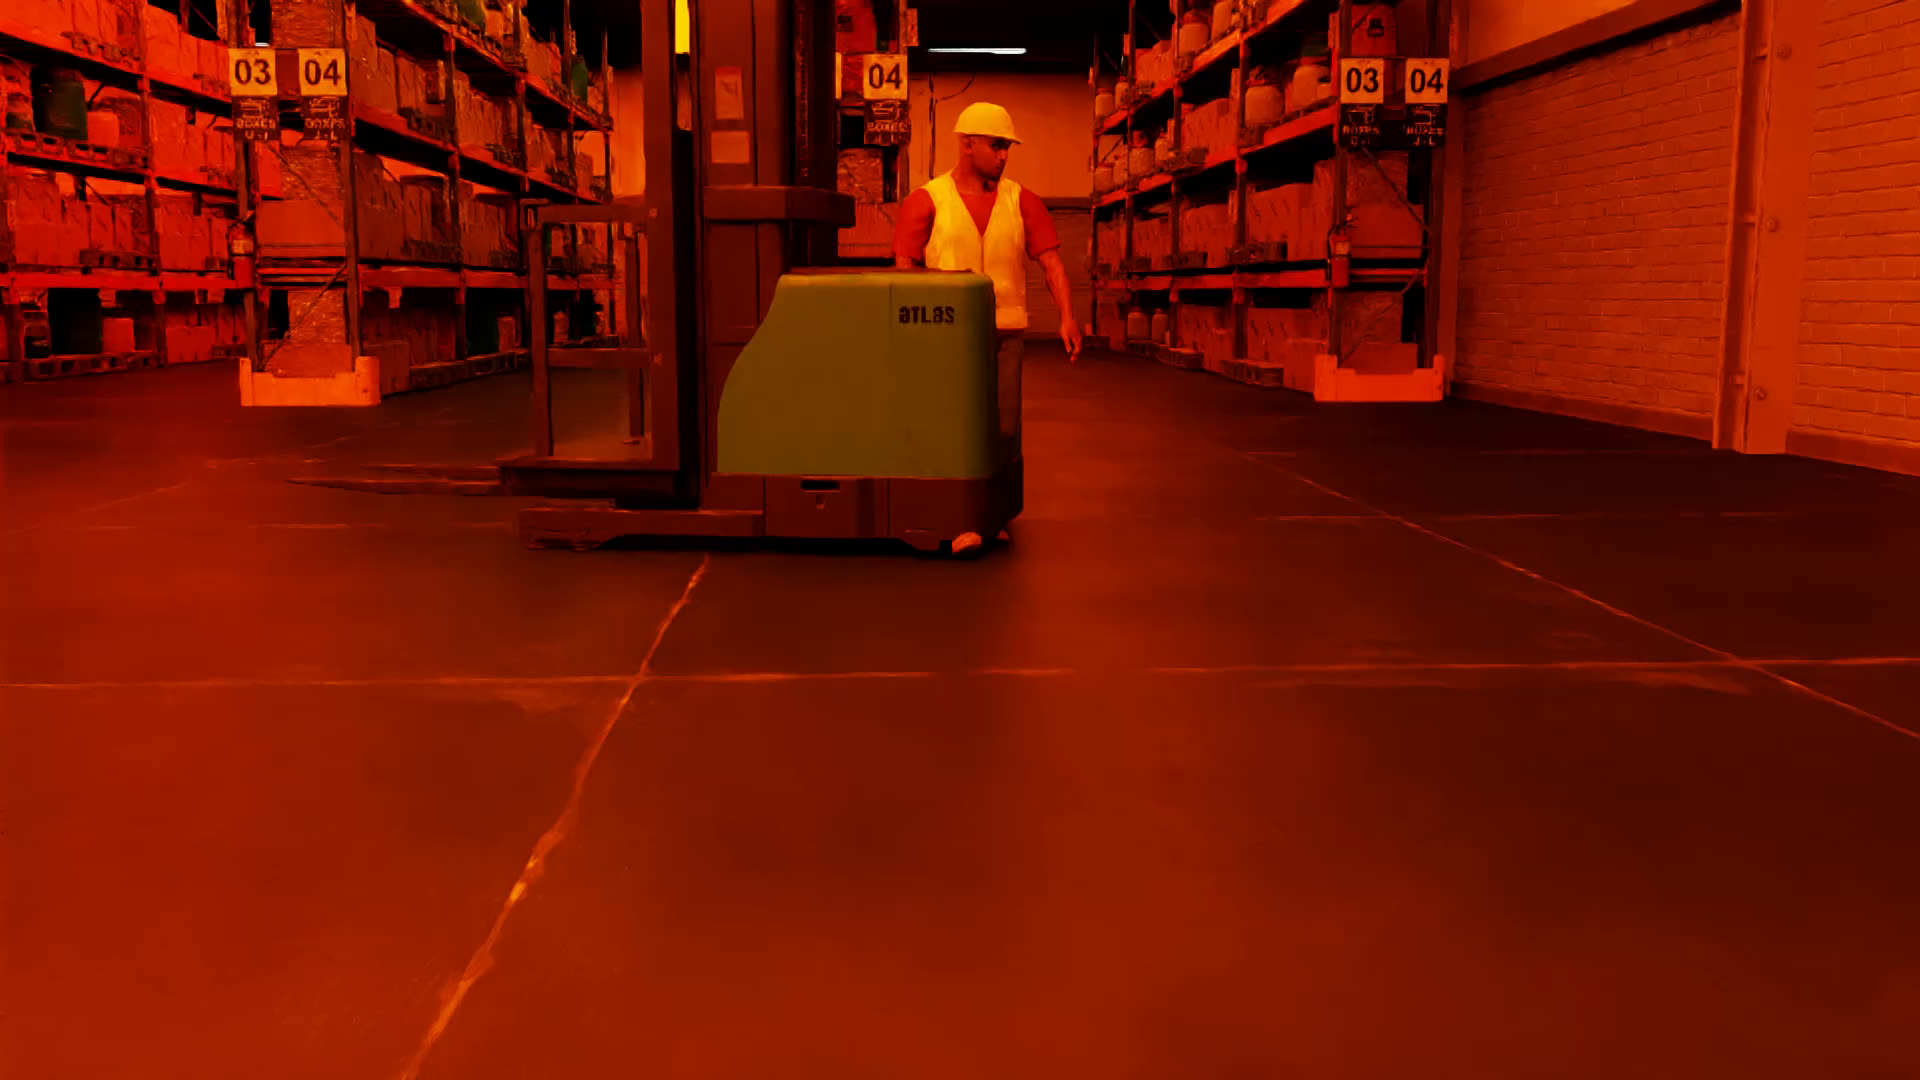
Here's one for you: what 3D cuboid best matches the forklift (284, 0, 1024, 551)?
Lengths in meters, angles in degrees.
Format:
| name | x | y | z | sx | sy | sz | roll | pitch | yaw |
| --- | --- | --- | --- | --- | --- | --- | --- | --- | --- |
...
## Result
| name | x | y | z | sx | sy | sz | roll | pitch | yaw |
| --- | --- | --- | --- | --- | --- | --- | --- | --- | --- |
| forklift | -1.293 | -1.487 | 6.848 | 3.031 | 2.935 | 1.130 | 2 | 9 | 10 |

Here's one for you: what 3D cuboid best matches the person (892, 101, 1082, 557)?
| name | x | y | z | sx | sy | sz | roll | pitch | yaw |
| --- | --- | --- | --- | --- | --- | --- | --- | --- | --- |
| person | 0.075 | -0.810 | 6.450 | 0.743 | 1.744 | 0.776 | -2 | 9 | -16 |
